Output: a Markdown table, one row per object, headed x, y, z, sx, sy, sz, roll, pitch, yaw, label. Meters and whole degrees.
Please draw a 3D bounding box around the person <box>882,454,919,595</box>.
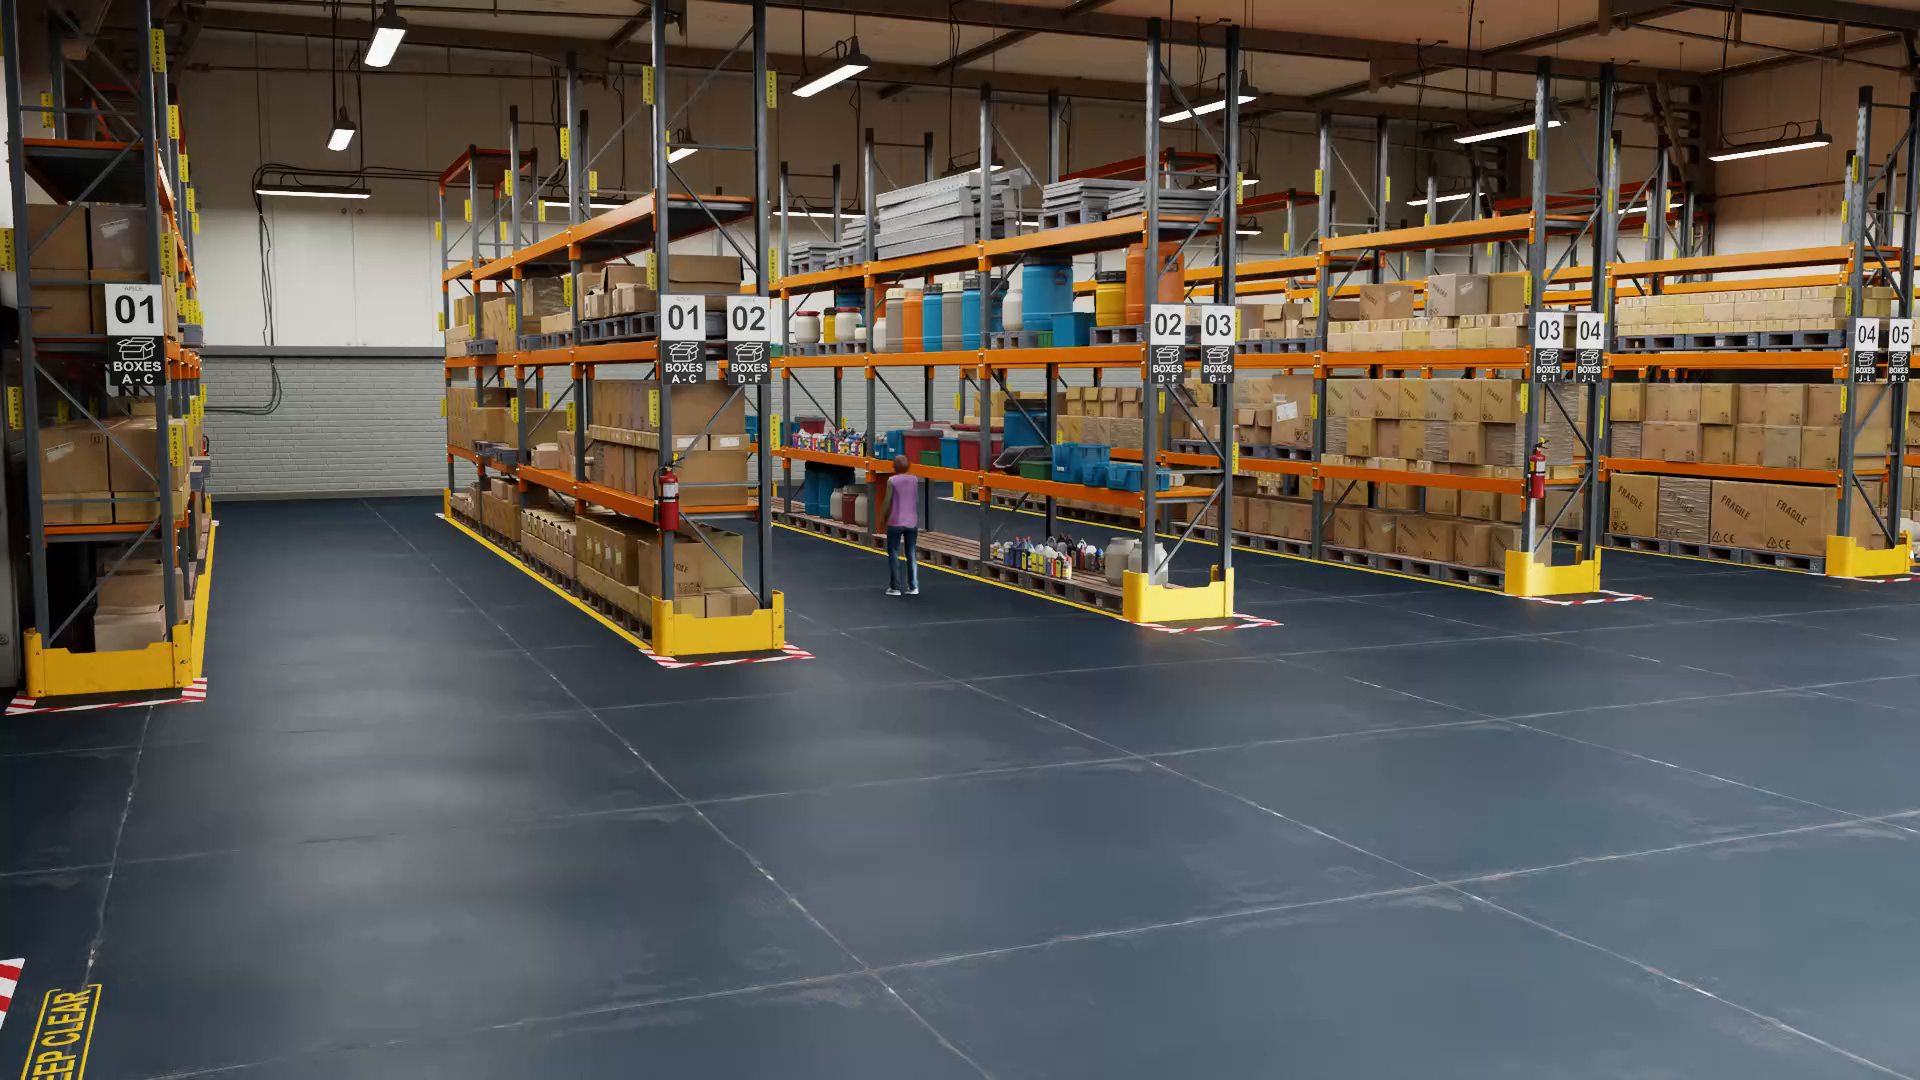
| x | y | z | sx | sy | sz | roll | pitch | yaw | label |
| --- | --- | --- | --- | --- | --- | --- | --- | --- | --- |
| -0.680 | -0.174 | 18.934 | 0.444 | 1.603 | 0.424 | -3 | 6 | -24 | person |
